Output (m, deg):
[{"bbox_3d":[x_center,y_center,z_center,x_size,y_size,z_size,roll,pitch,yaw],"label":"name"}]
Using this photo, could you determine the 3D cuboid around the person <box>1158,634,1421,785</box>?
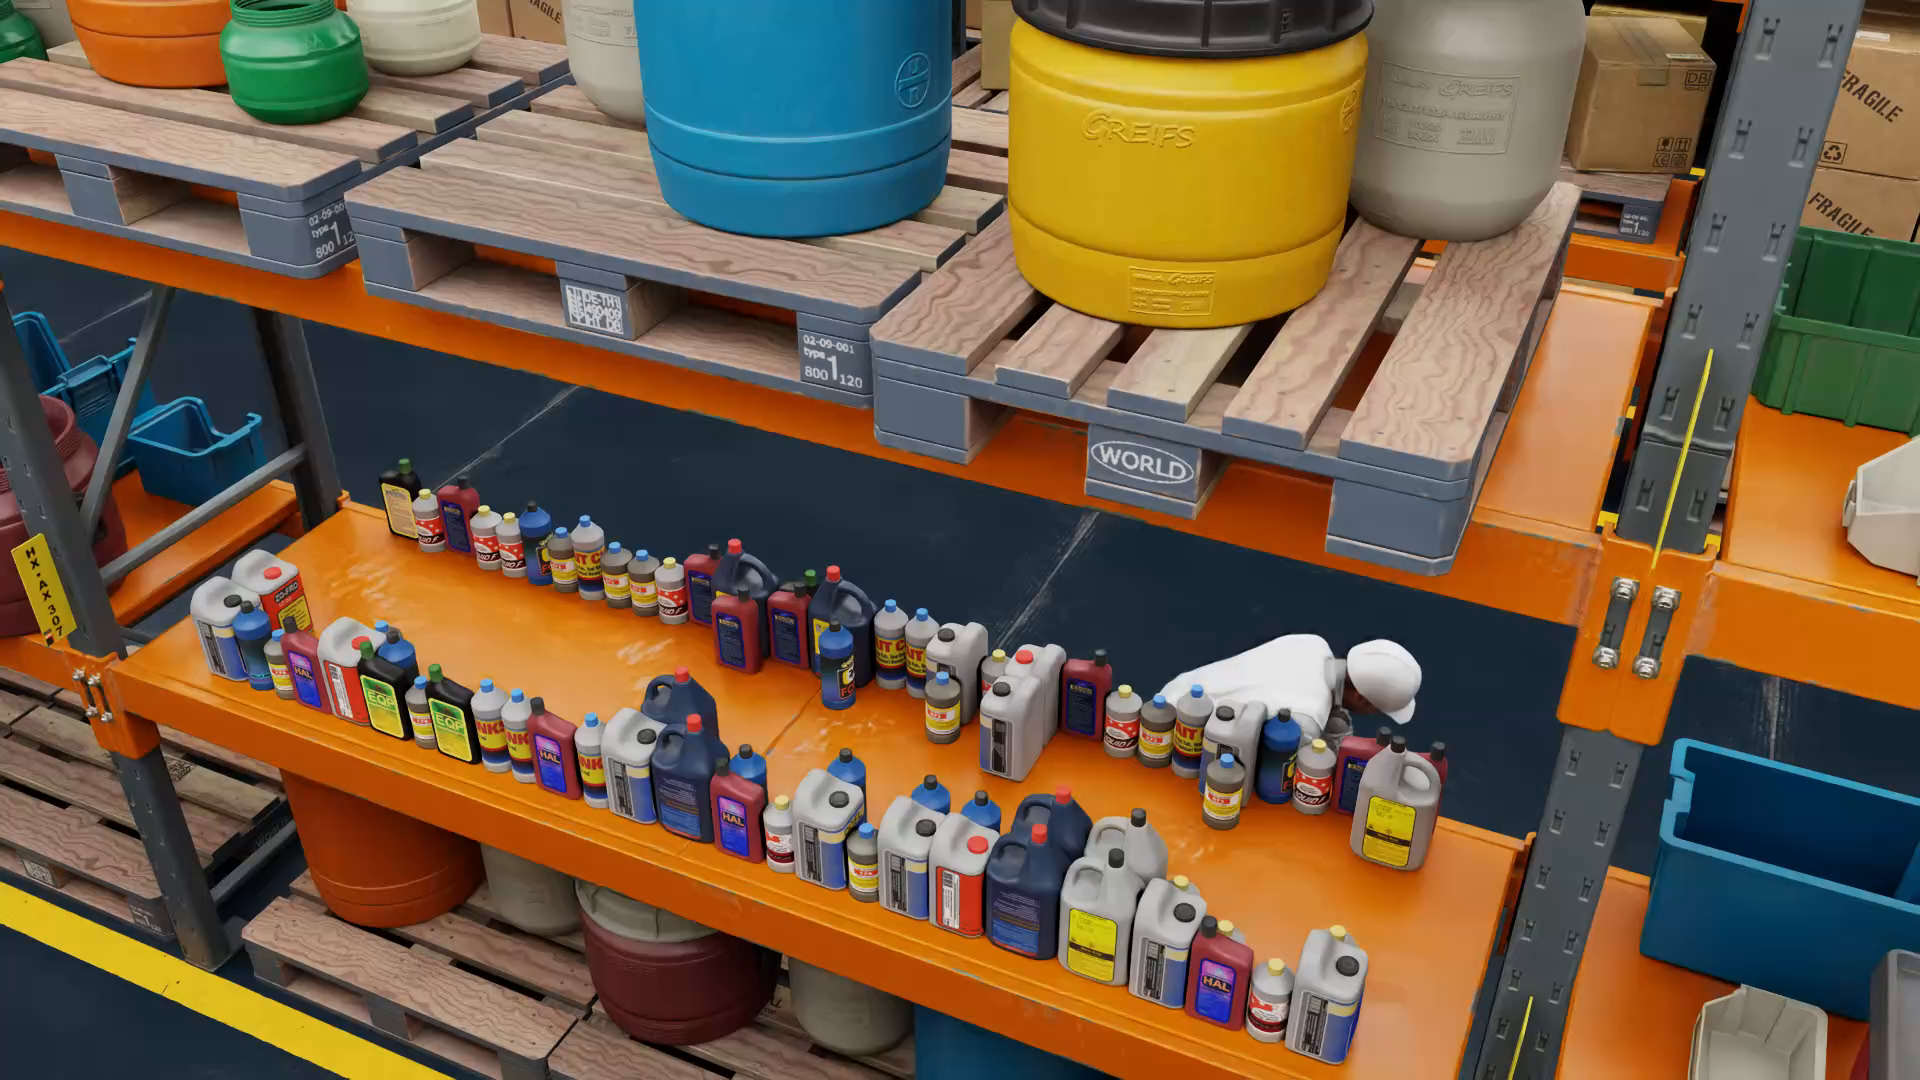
[{"bbox_3d":[1.041,0.738,5.595,0.865,1.122,0.556,14,36,20],"label":"person"}]
